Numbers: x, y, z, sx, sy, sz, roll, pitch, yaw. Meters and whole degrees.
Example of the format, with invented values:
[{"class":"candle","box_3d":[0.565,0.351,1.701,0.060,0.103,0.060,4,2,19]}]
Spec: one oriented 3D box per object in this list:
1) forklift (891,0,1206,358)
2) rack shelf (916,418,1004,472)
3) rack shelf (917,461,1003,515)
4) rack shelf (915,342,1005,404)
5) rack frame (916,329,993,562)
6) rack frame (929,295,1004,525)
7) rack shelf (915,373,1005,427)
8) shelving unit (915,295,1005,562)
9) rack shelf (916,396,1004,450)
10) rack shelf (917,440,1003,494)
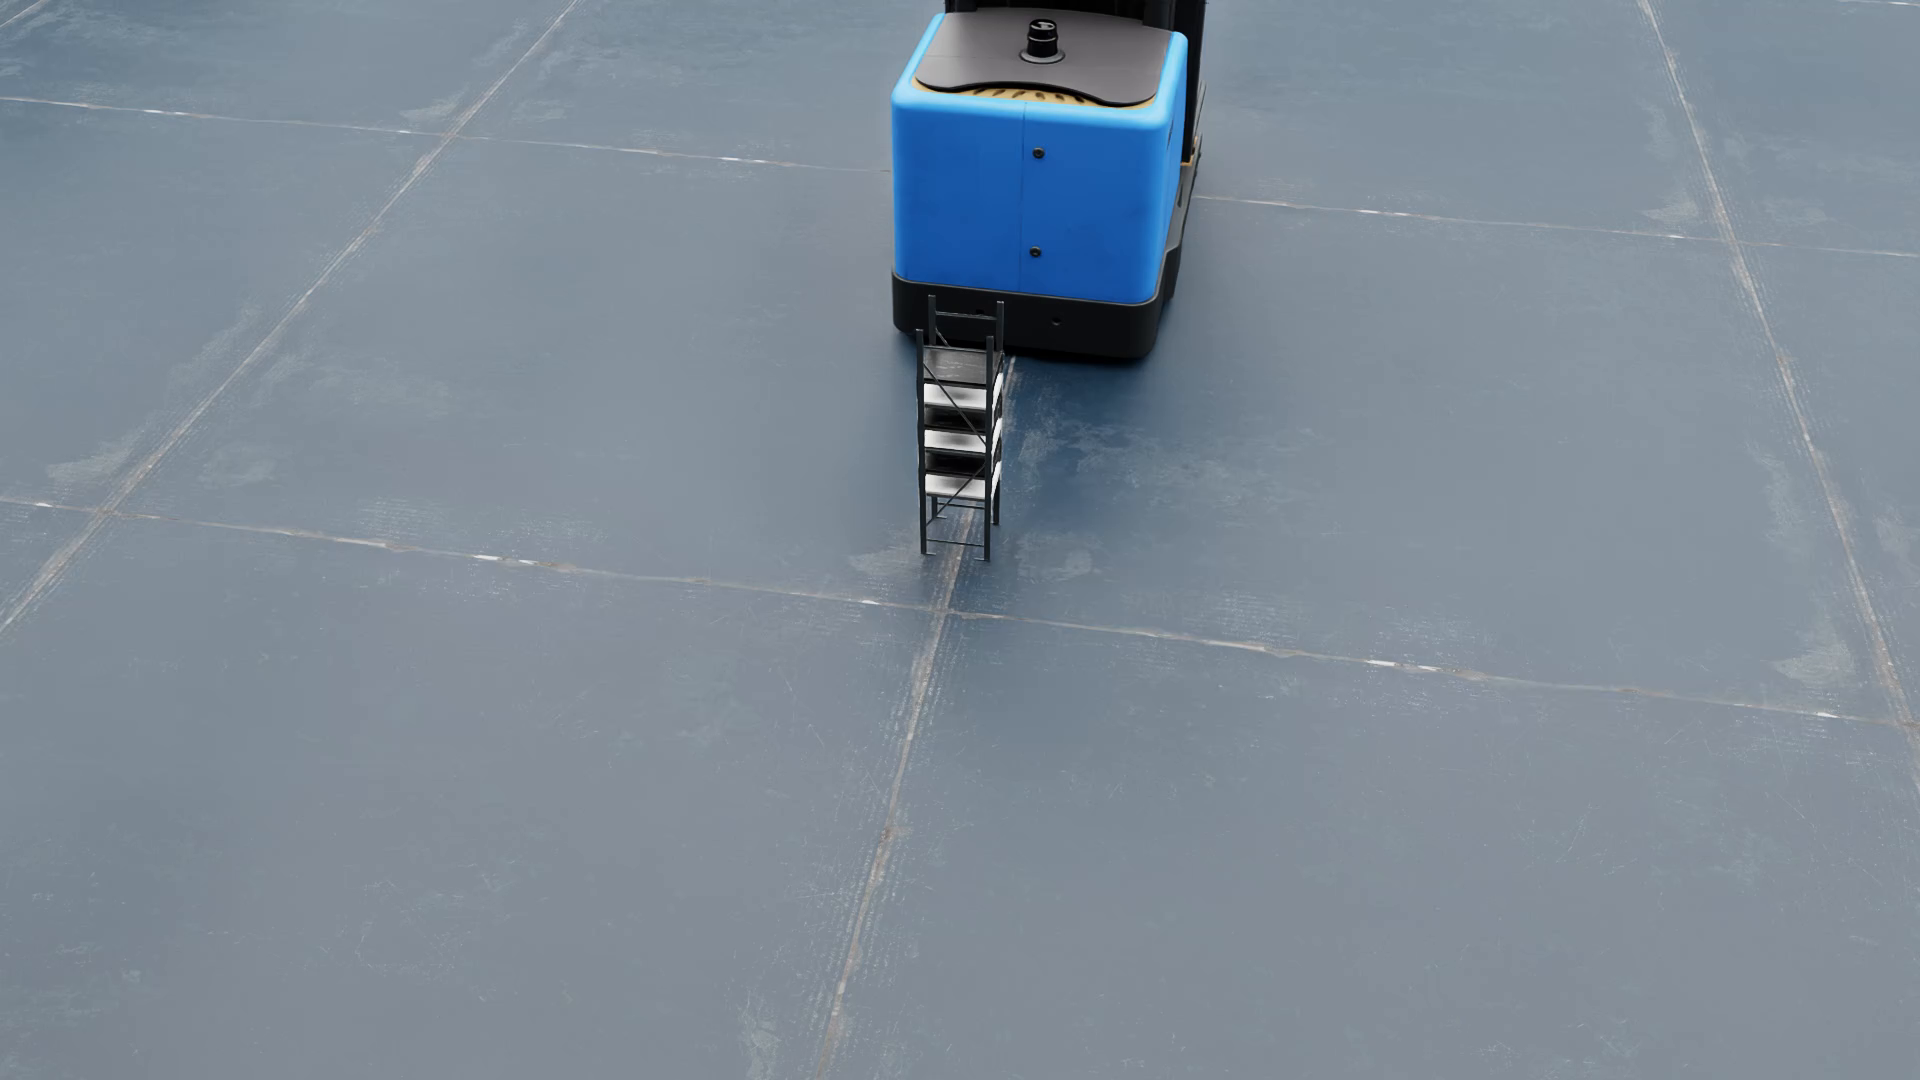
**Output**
[{"class":"forklift","box_3d":[0.529,-2.782,6.815,1.130,2.935,3.031,7,40,9]},{"class":"rack shelf","box_3d":[0.001,-0.326,5.491,0.258,0.077,0.200,6,40,8]},{"class":"rack shelf","box_3d":[0.001,-0.187,5.605,0.258,0.077,0.200,6,40,8]},{"class":"rack shelf","box_3d":[0.001,-0.534,5.319,0.258,0.077,0.200,6,40,8]},{"class":"rack frame","box_3d":[-0.016,-0.288,5.392,0.240,0.900,0.006,6,40,8]},{"class":"rack frame","box_3d":[0.019,-0.416,5.547,0.240,0.900,0.006,6,40,8]},{"class":"rack shelf","box_3d":[0.001,-0.465,5.376,0.258,0.077,0.200,6,40,8]},{"class":"shelving unit","box_3d":[0.001,-0.352,5.469,0.258,0.900,0.210,6,40,8]},{"class":"rack shelf","box_3d":[0.001,-0.396,5.433,0.258,0.077,0.200,6,40,8]},{"class":"rack shelf","box_3d":[0.001,-0.257,5.548,0.258,0.077,0.200,6,40,8]}]
